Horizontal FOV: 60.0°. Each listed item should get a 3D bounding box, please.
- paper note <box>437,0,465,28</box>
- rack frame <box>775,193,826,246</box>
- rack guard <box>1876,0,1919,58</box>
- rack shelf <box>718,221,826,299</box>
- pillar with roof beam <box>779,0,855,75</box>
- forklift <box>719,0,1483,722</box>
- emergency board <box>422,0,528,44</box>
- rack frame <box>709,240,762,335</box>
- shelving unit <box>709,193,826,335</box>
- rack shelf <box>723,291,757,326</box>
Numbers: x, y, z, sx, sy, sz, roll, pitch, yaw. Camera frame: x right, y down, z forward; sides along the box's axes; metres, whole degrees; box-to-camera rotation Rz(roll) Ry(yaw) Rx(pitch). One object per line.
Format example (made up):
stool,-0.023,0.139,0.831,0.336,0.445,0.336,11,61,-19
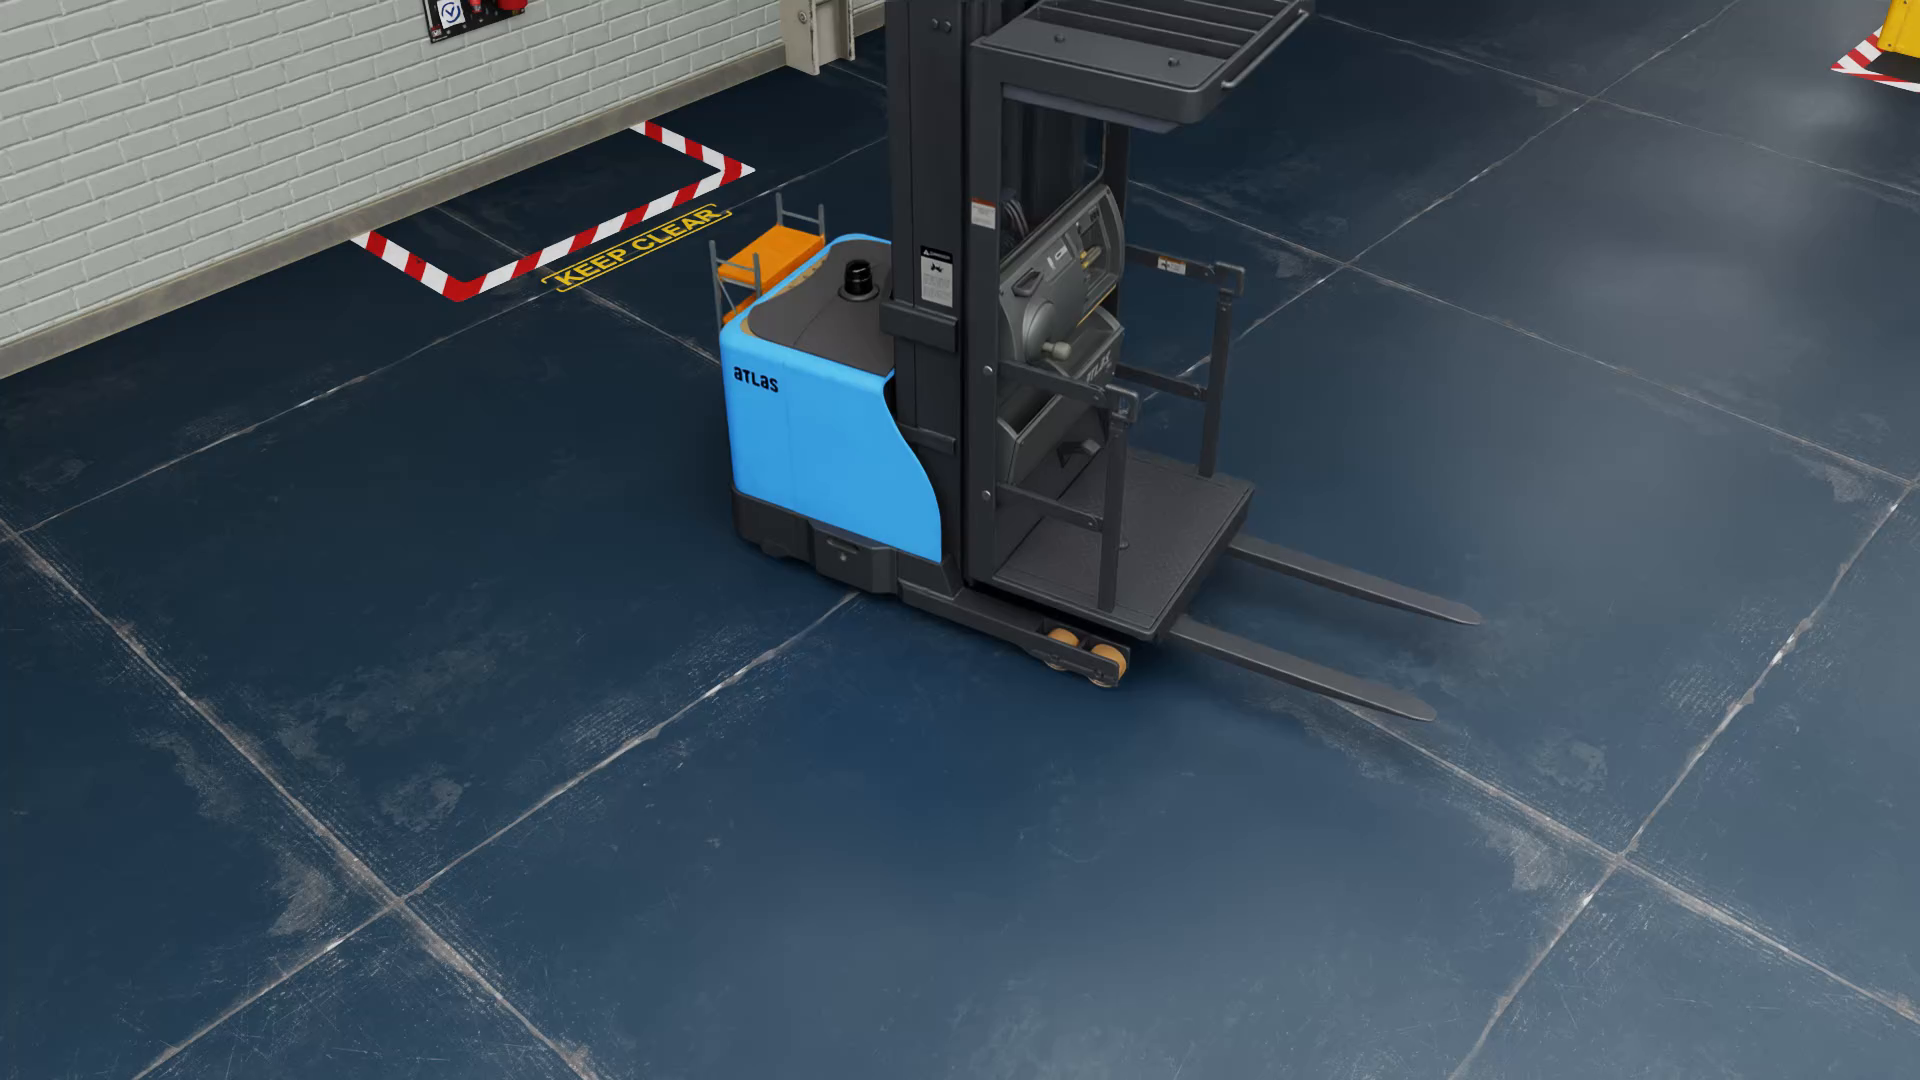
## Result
paper note,-2.826,-2.934,9.238,0.016,0.148,0.142,30,47,32
rack frame,-0.691,-0.998,7.540,0.240,1.200,0.015,19,42,23
rack guard,6.896,-3.455,11.193,1.175,0.500,0.348,30,47,32
rack shelf,-0.811,-1.173,7.129,0.258,0.148,0.480,19,42,23
pillar with roof beam,2.217,-4.991,6.297,9.100,9.000,0.400,30,47,32
forklift,0.565,-0.951,6.091,3.031,2.935,1.130,19,42,22
emergency board,-2.656,-3.332,9.030,0.194,1.169,0.643,30,47,32
rack frame,-0.928,-0.733,7.207,0.240,1.200,0.015,19,42,23
shelving unit,-0.810,-0.865,7.373,0.258,1.200,0.503,19,42,23
rack shelf,-0.810,-0.988,7.276,0.258,0.148,0.480,19,42,23
